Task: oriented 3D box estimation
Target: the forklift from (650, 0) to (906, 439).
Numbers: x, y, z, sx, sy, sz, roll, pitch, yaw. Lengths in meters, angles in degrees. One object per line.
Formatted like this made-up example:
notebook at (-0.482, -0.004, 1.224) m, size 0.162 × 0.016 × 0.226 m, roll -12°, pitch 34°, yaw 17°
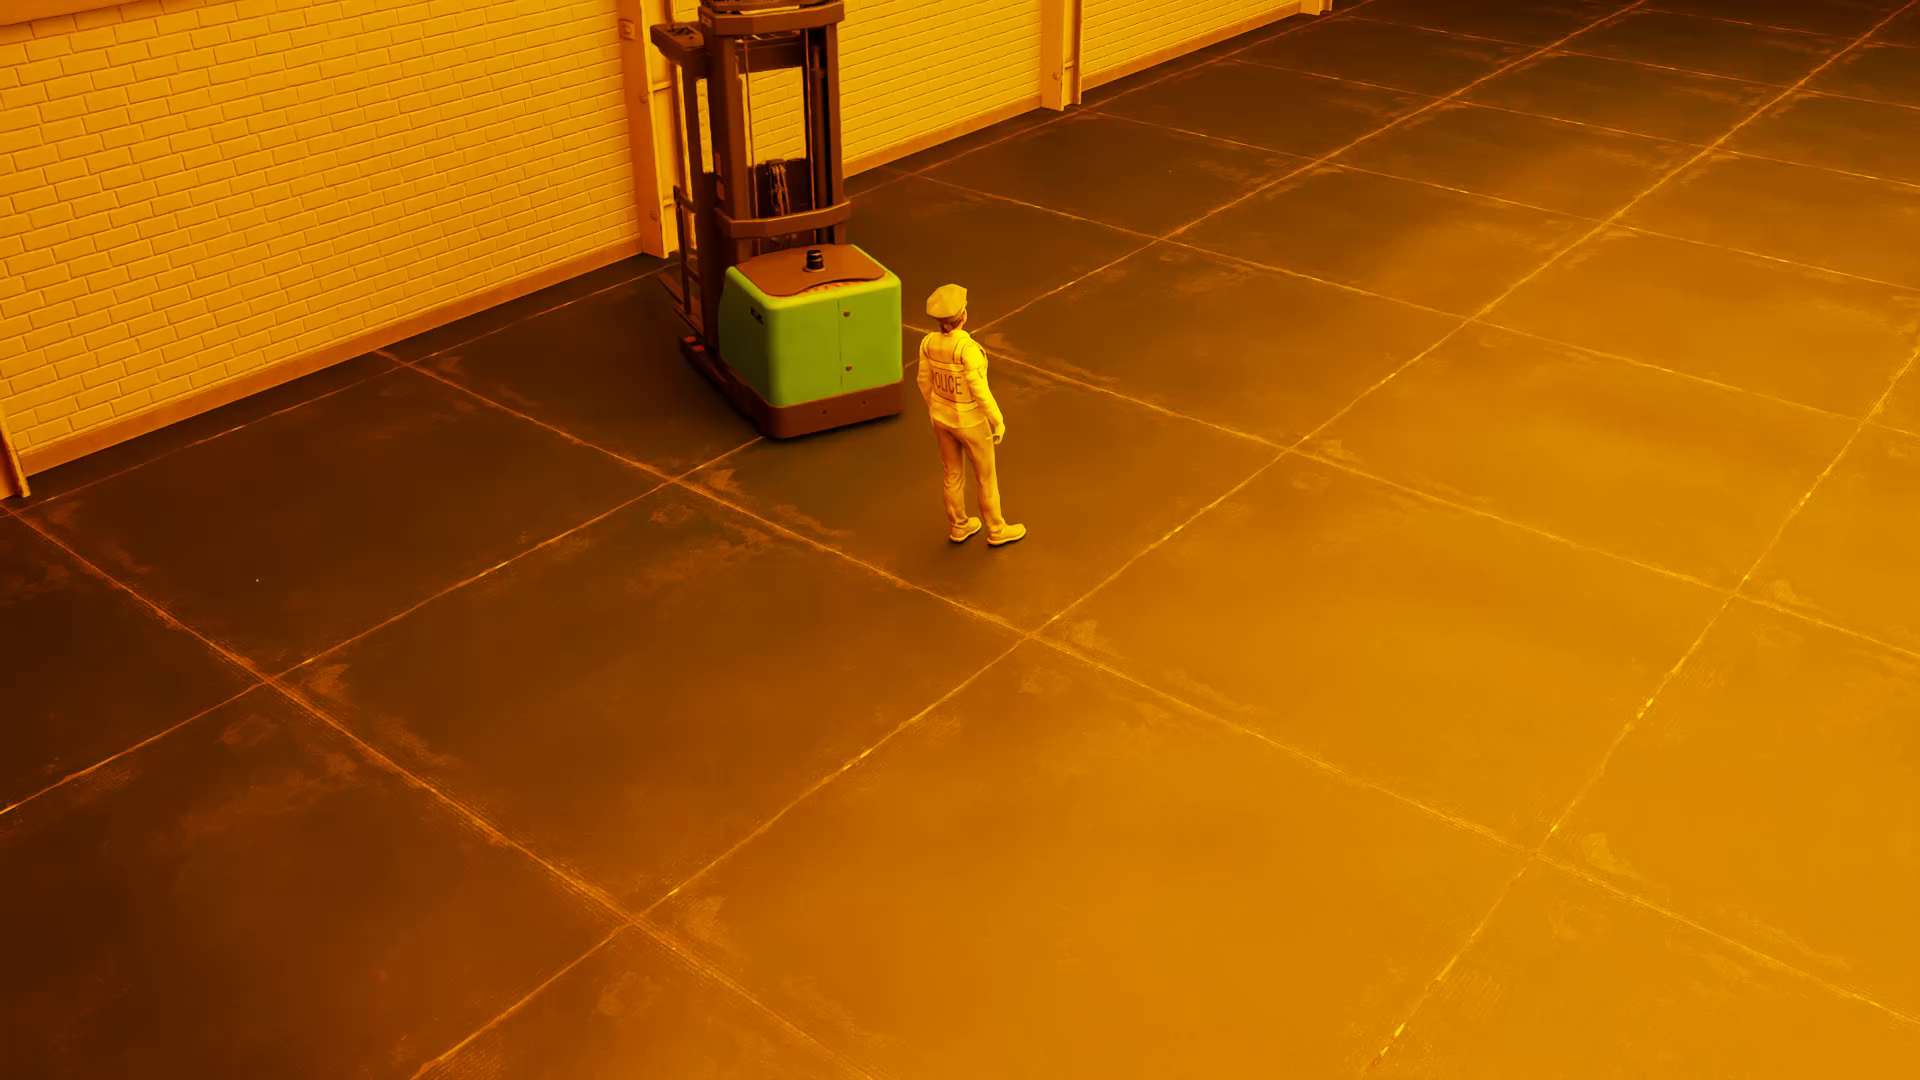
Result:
forklift at (-1.524, -2.688, 12.196) m, size 1.130 × 2.935 × 3.031 m, roll -15°, pitch 33°, yaw -24°

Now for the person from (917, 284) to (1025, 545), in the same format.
person at (0.049, -0.762, 10.111) m, size 0.586 × 1.694 × 0.531 m, roll 22°, pitch 37°, yaw 33°
